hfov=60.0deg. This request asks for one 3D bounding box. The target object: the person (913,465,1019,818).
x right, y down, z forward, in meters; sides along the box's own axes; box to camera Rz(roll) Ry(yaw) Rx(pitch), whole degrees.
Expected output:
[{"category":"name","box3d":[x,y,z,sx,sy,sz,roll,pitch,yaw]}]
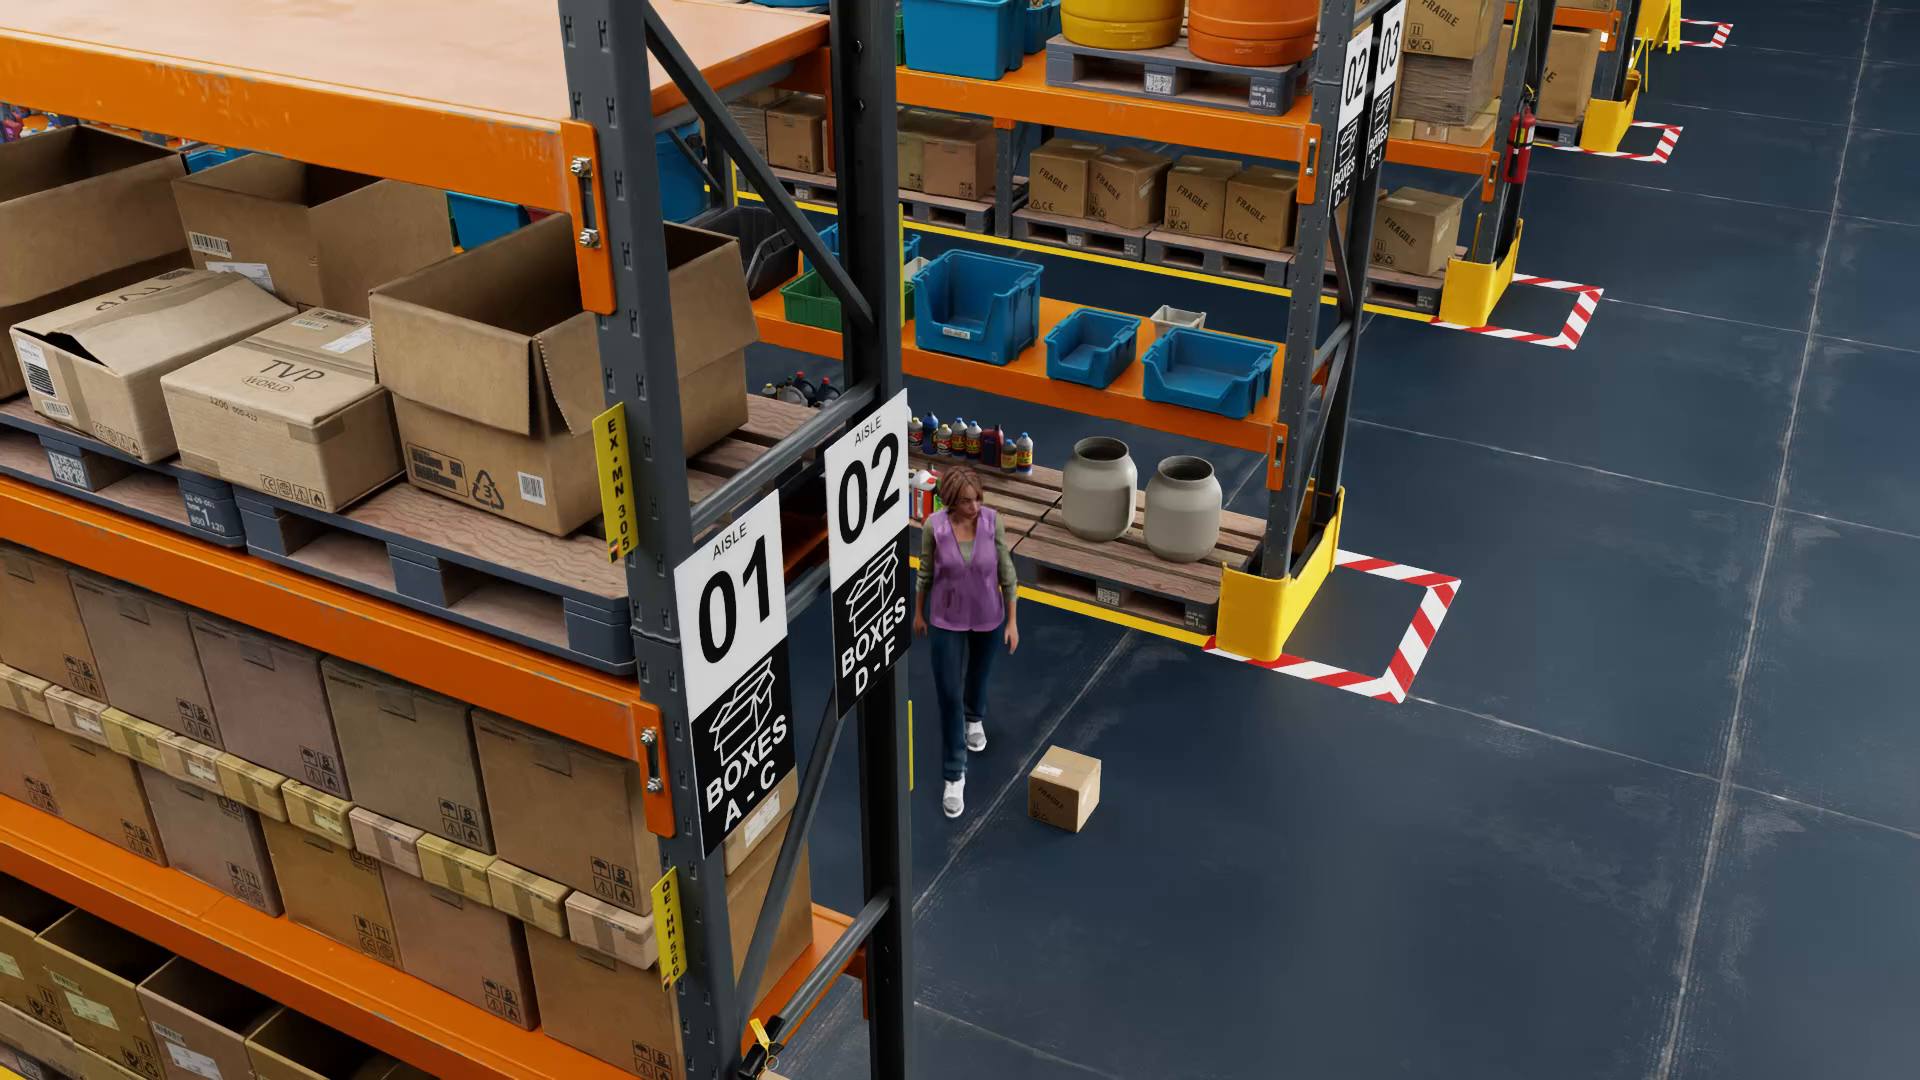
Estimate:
[{"category":"person","box3d":[0.042,0.410,7.575,0.466,1.575,0.750,-5,31,-8]}]
